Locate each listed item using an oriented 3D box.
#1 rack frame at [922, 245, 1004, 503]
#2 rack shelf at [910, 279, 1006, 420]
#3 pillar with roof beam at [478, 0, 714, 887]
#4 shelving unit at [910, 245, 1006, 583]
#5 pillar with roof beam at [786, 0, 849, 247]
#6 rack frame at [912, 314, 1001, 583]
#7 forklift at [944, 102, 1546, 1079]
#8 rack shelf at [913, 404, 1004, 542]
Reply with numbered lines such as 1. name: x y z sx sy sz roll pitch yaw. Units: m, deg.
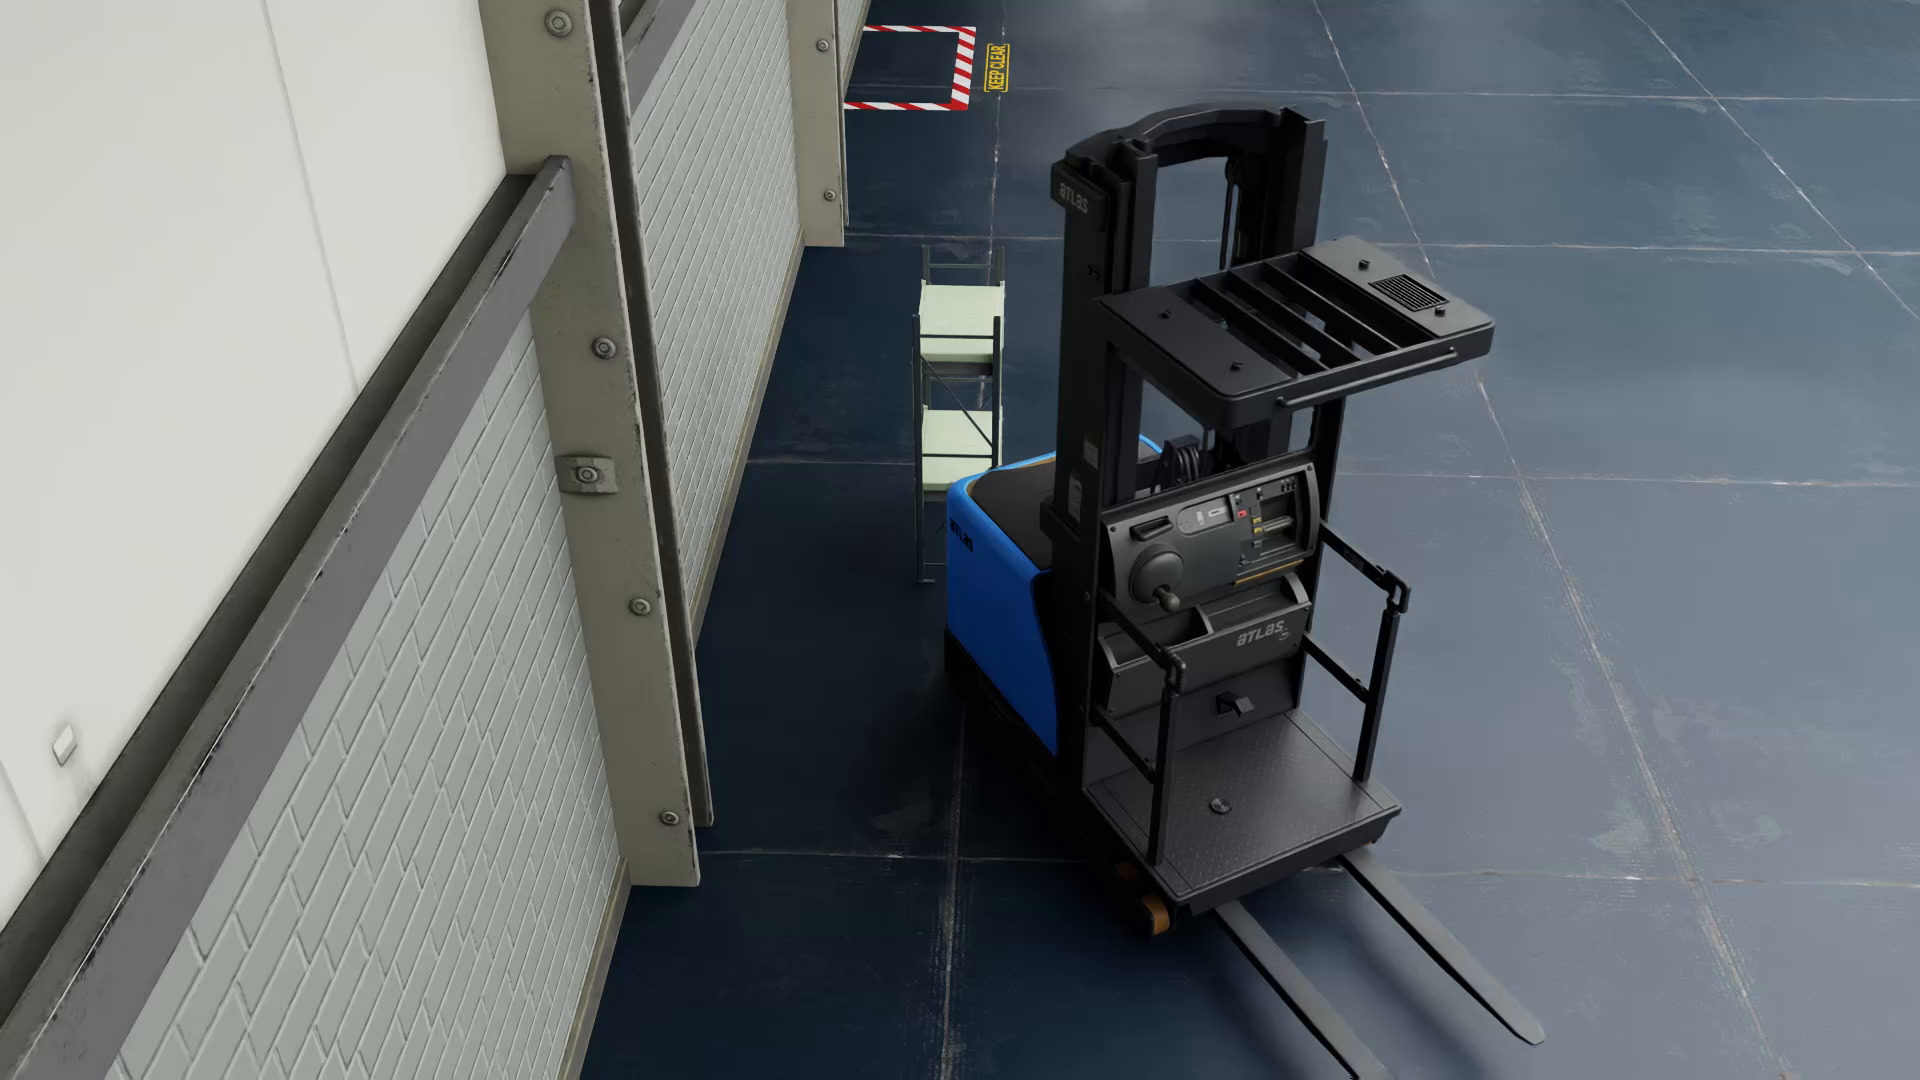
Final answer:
1. rack frame: 0.014 -0.820 8.558 0.400 1.500 0.023 1 35 2
2. rack shelf: 0.000 -0.929 8.035 0.431 0.370 0.720 1 35 2
3. pillar with roof beam: 3.099 -2.302 4.145 9.100 9.000 0.400 1 35 2
4. shelving unit: 0.000 -0.610 8.259 0.431 1.500 0.755 1 35 2
5. pillar with roof beam: 3.340 -5.749 9.050 9.100 9.000 0.400 1 35 2
6. rack frame: -0.015 -0.399 7.960 0.400 1.500 0.023 1 35 2
7. forklift: 1.056 0.049 6.077 1.130 2.935 3.031 -17 38 -22
8. rack shelf: 0.000 -0.343 8.446 0.431 0.370 0.720 1 35 2
